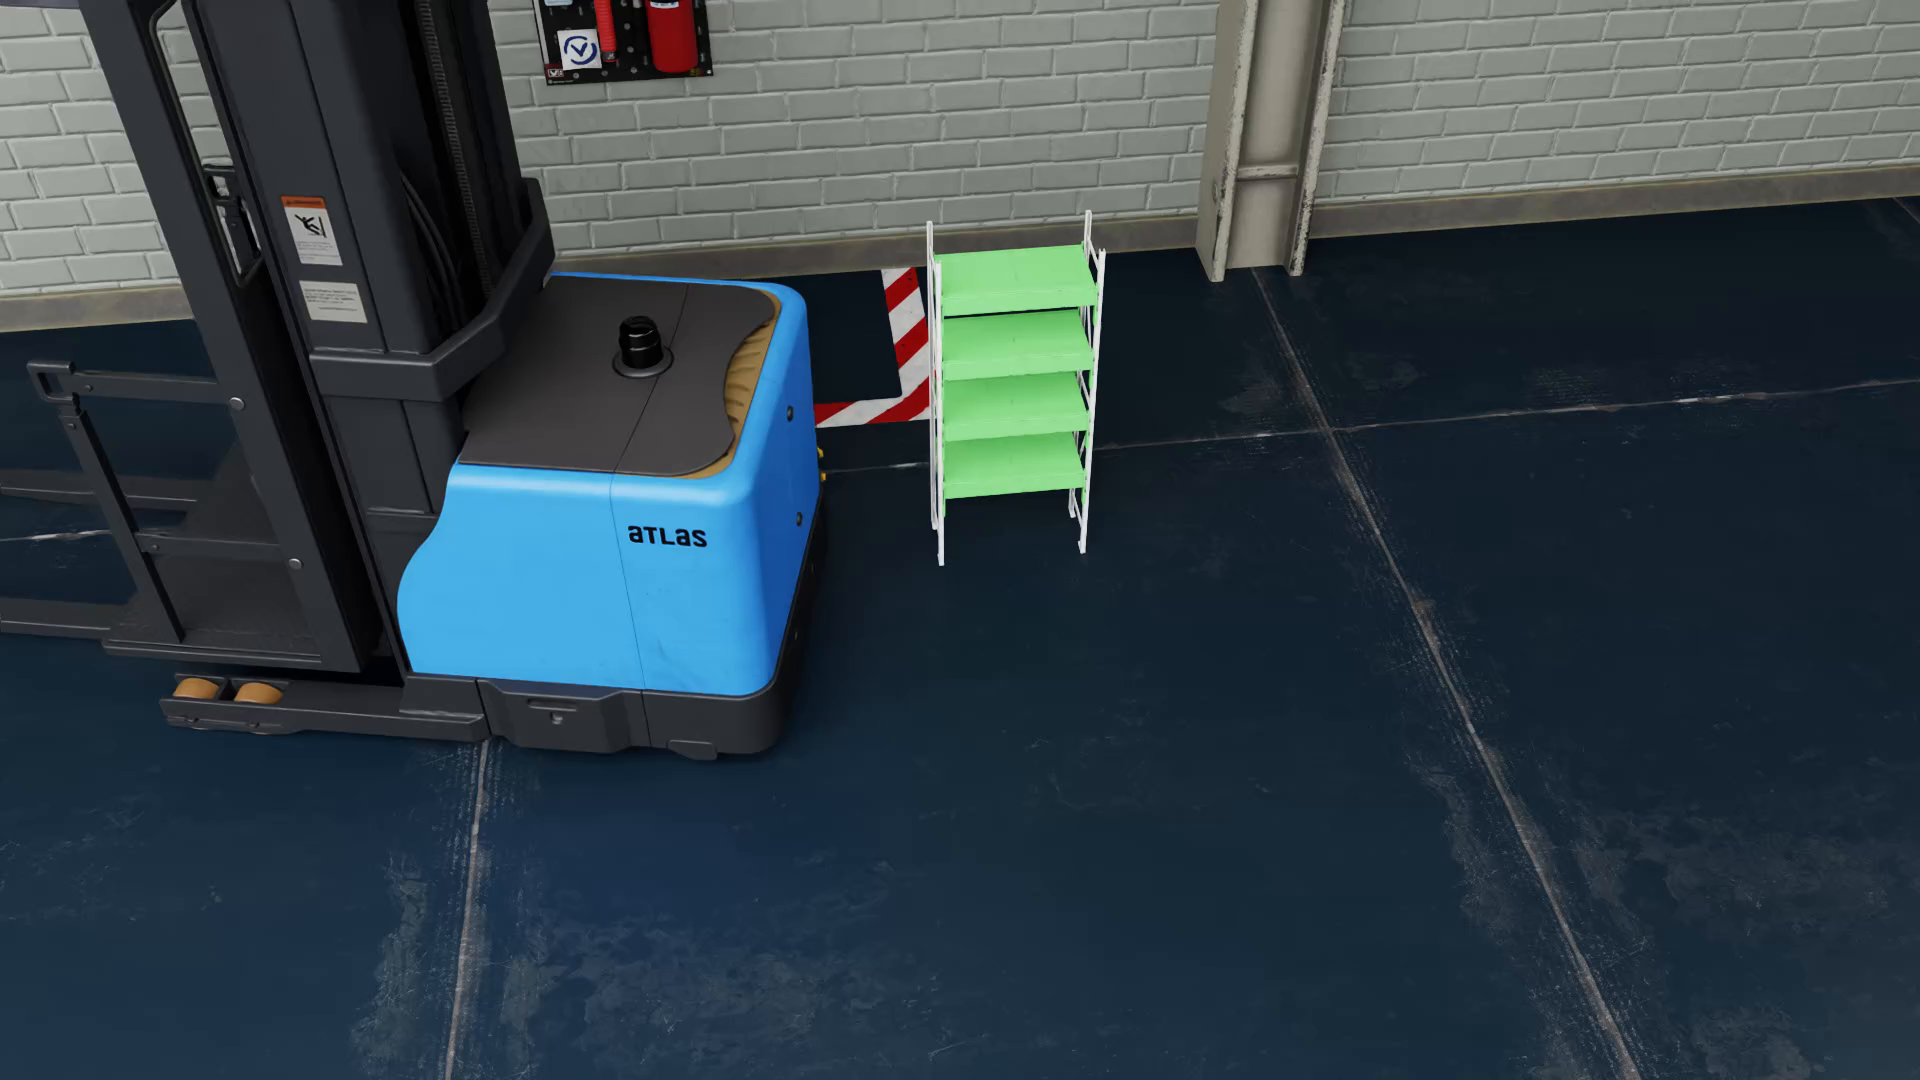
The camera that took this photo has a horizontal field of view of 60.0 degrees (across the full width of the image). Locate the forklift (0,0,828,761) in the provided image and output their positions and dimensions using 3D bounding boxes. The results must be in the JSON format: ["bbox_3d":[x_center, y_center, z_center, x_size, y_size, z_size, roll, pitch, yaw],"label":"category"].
[{"bbox_3d":[-1.998,-0.841,4.494,3.031,2.935,1.130,4,42,4],"label":"forklift"}]

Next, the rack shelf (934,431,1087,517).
[{"bbox_3d":[0.164,-0.234,5.568,0.480,0.148,0.258,-5,42,-6],"label":"rack shelf"}]

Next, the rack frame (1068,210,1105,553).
[{"bbox_3d":[0.406,-0.481,5.388,0.015,1.200,0.240,-5,42,-6],"label":"rack frame"}]

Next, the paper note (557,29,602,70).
[{"bbox_3d":[-1.416,-1.826,6.193,0.142,0.148,0.016,-5,42,-6],"label":"paper note"}]

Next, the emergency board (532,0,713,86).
[{"bbox_3d":[-1.232,-2.123,5.864,0.643,1.169,0.194,-5,42,-6],"label":"emergency board"}]

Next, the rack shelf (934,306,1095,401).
[{"bbox_3d":[0.164,-0.591,5.246,0.480,0.148,0.258,-5,42,-6],"label":"rack shelf"}]

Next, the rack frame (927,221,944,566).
[{"bbox_3d":[-0.078,-0.439,5.341,0.015,1.200,0.240,-5,42,-6],"label":"rack frame"}]

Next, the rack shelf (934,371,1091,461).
[{"bbox_3d":[0.164,-0.412,5.407,0.480,0.148,0.258,-5,42,-6],"label":"rack shelf"}]

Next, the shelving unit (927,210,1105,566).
[{"bbox_3d":[0.164,-0.460,5.364,0.503,1.200,0.258,-5,42,-6],"label":"shelving unit"}]

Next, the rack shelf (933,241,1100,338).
[{"bbox_3d":[0.164,-0.769,5.085,0.480,0.148,0.258,-5,42,-6],"label":"rack shelf"}]

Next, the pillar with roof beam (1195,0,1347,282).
[{"bbox_3d":[1.782,-1.681,0.895,0.400,9.000,9.100,-5,42,-6],"label":"pillar with roof beam"}]
